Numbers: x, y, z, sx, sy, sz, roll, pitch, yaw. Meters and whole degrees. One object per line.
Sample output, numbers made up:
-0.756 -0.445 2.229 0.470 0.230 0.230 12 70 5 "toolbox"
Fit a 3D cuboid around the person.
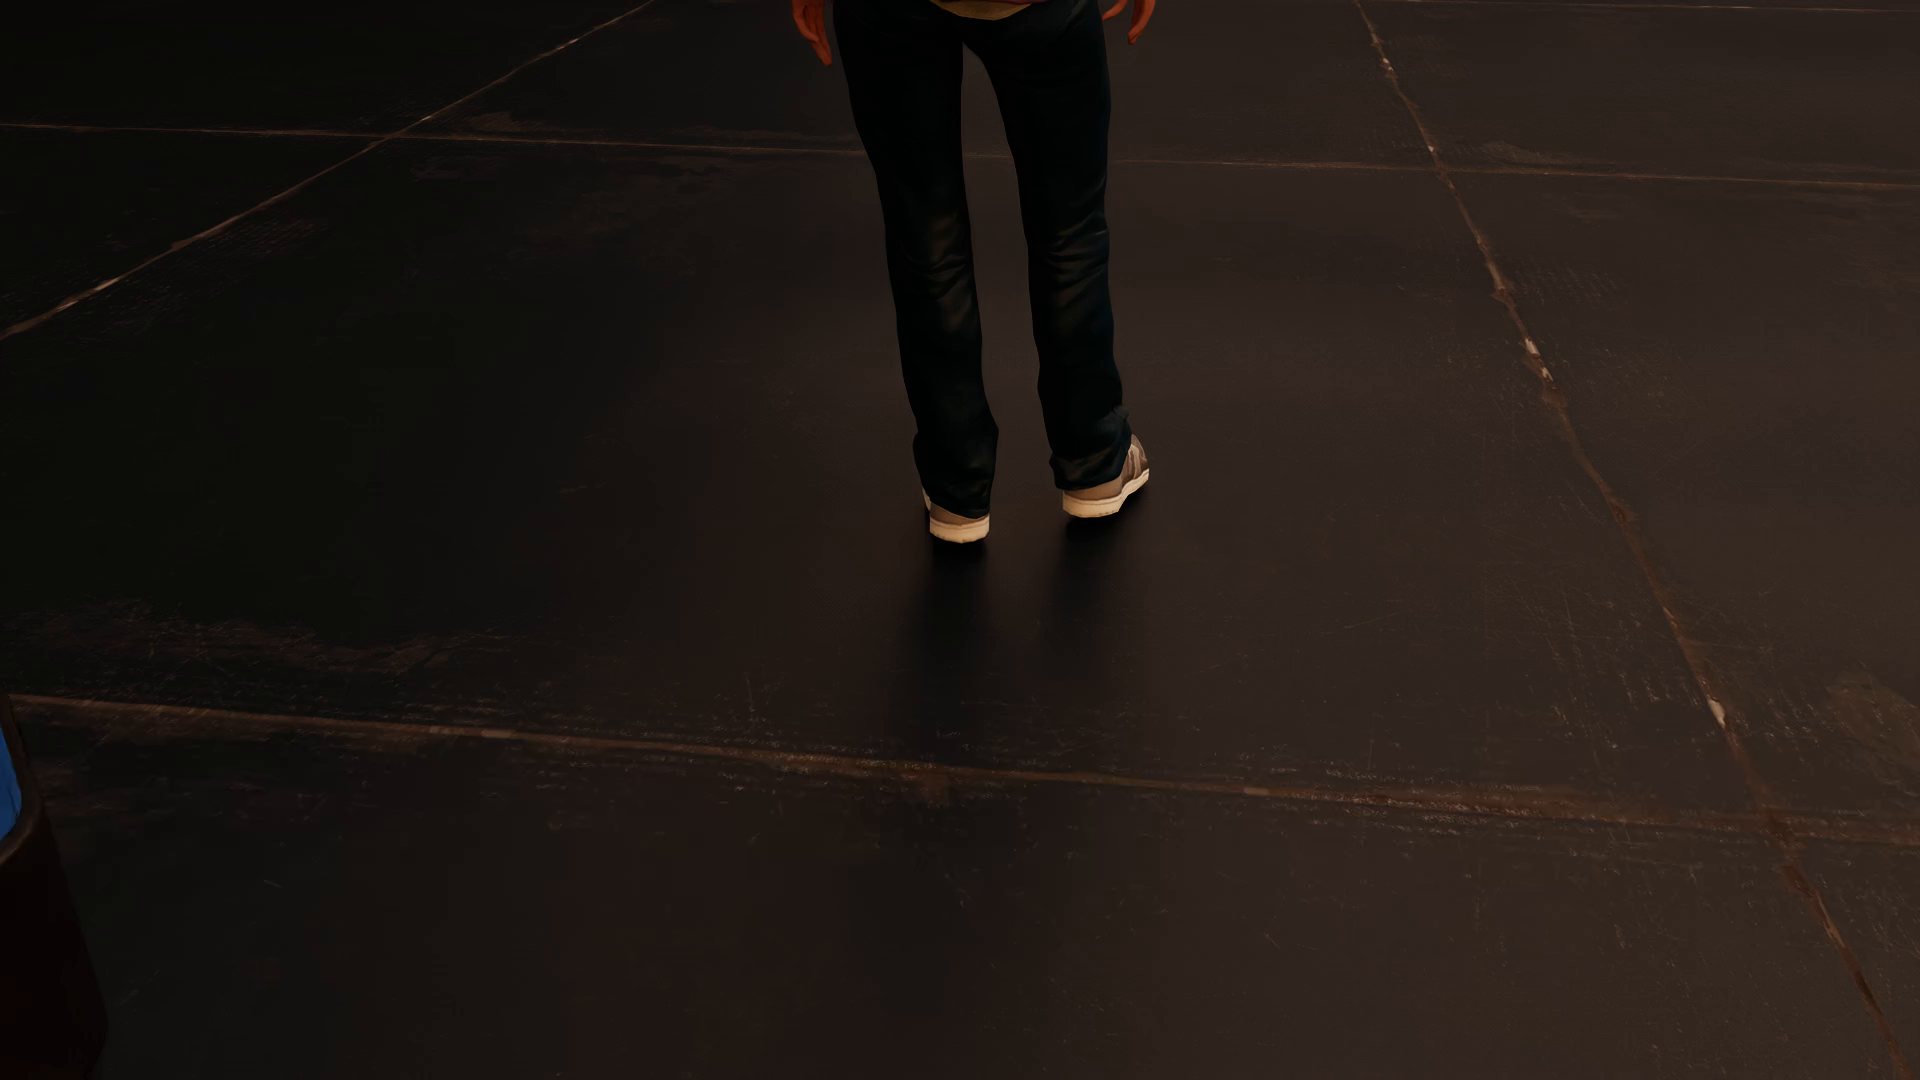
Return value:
0.023 -0.746 2.207 0.520 1.582 0.475 3 27 7 "person"
